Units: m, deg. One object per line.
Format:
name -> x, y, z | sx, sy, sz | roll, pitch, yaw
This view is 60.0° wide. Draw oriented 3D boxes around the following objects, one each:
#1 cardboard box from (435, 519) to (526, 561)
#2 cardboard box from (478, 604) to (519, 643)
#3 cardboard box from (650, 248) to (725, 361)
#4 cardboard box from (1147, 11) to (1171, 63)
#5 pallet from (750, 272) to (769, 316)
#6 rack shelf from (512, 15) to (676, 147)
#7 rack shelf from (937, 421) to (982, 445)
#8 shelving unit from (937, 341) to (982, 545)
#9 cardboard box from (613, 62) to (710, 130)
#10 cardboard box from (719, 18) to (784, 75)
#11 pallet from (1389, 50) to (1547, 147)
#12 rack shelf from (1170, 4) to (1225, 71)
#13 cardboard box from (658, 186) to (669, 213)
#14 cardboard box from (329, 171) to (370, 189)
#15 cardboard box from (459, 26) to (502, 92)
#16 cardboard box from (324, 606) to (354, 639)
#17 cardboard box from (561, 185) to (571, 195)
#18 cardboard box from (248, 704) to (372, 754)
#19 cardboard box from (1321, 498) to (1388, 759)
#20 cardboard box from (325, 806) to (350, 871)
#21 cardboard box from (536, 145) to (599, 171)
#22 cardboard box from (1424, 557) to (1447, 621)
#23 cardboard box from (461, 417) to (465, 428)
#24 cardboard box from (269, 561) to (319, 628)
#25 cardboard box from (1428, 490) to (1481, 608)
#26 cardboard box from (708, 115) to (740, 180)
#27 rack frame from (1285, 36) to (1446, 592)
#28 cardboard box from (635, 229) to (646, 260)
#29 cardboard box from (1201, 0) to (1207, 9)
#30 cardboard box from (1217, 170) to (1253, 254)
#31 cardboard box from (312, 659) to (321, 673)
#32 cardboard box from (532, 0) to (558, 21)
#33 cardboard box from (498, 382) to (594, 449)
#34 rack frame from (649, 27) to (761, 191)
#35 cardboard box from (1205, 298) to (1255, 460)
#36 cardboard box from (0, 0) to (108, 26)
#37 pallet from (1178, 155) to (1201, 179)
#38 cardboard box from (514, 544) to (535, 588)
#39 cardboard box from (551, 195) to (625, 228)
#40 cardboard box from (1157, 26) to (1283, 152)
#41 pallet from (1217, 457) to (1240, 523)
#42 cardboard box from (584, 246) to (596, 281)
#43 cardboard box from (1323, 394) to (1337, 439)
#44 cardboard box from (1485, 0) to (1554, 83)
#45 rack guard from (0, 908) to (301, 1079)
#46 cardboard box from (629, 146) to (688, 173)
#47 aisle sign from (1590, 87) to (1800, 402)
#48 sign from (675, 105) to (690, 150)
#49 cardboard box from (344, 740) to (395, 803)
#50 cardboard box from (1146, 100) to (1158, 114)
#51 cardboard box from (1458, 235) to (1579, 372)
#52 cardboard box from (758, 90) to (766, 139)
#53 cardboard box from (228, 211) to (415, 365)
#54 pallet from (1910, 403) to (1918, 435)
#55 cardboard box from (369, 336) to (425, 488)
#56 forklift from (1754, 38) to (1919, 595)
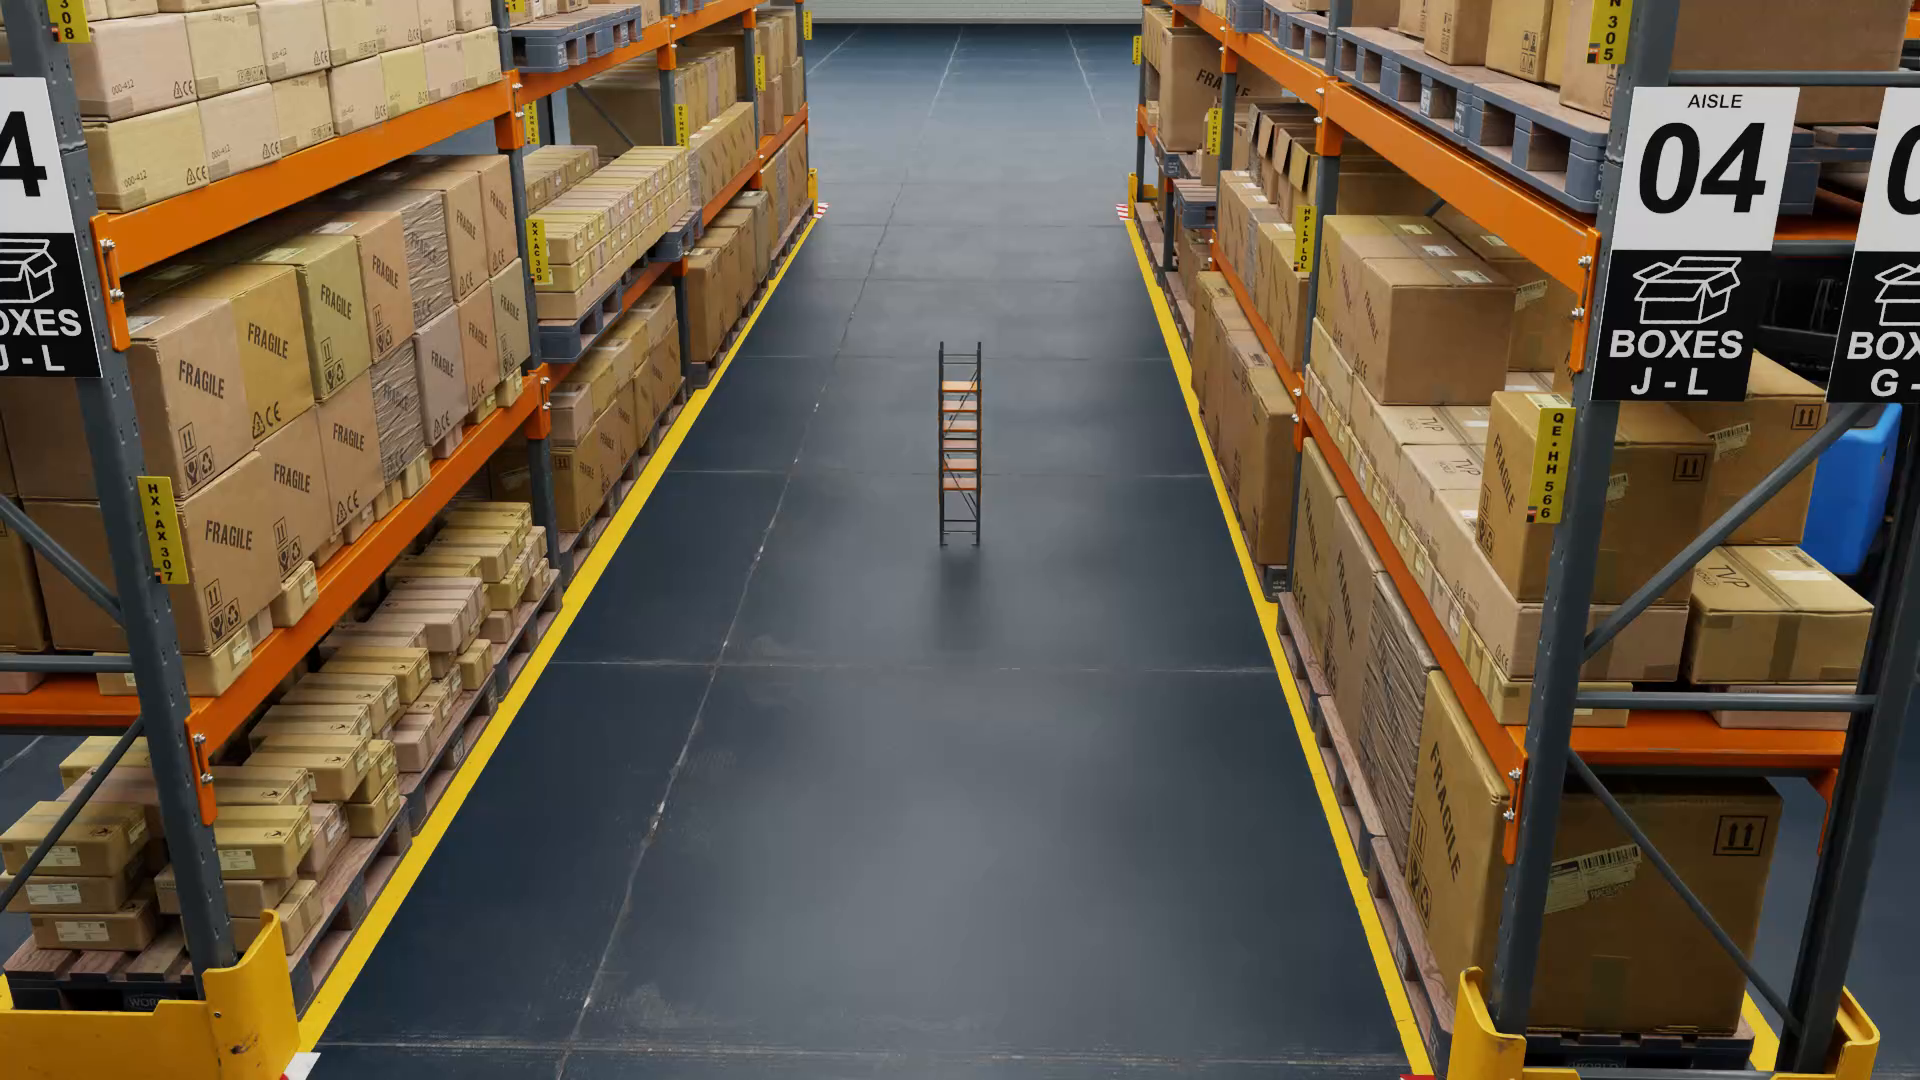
cardboard box -> -2.420, 0.006, 8.406 | 0.380, 0.149, 0.250 | 1, 21, 2
cardboard box -> -2.408, 0.394, 8.228 | 0.380, 0.149, 0.250 | 0, 21, 0
cardboard box -> -2.471, -1.887, 13.275 | 1.050, 0.750, 0.750 | 0, 21, 1
cardboard box -> 2.293, -5.416, 17.910 | 0.500, 0.500, 0.500 | 1, 21, 2
pallet -> -2.406, -2.387, 15.890 | 1.003, 0.211, 1.213 | 1, 21, 2
rack shelf -> -2.641, -2.861, 10.103 | 1.077, 0.370, 4.000 | 1, 21, 2
rack shelf -> 0.000, -0.635, 9.798 | 0.258, 0.103, 0.180 | 1, 21, 2
shelving unit -> 0.000, -0.565, 9.825 | 0.258, 1.200, 0.189 | 1, 21, 2
cardboard box -> -2.514, -3.749, 14.024 | 0.700, 0.500, 0.500 | 0, 21, 1
cardboard box -> -2.350, -5.259, 17.736 | 0.875, 0.550, 0.500 | 1, 21, 2
pallet -> 2.178, -1.605, 5.994 | 1.003, 0.211, 1.213 | 1, 21, 2
rack shelf -> 2.436, -4.216, 13.595 | 1.077, 0.370, 4.000 | 1, 21, 2
cardboard box -> -2.160, -2.272, 11.094 | 0.380, 0.149, 0.250 | 1, 21, 2
cardboard box -> -2.959, -1.378, 7.502 | 0.500, 0.500, 0.500 | 0, 21, 0
cardboard box -> -2.446, -2.223, 7.671 | 0.500, 0.250, 0.500 | 1, 21, 3
cardboard box -> -2.945, 0.380, 7.442 | 0.380, 0.149, 0.250 | 0, 21, -1
cardboard box -> -2.814, -2.280, 11.113 | 0.380, 0.149, 0.250 | 1, 21, 2
cardboard box -> -2.519, 0.761, 6.460 | 0.380, 0.149, 0.250 | 0, 21, -1
cardboard box -> 2.126, 0.375, 7.274 | 0.875, 0.875, 0.875 | 1, 21, 2
cardboard box -> -2.560, 1.134, 6.321 | 0.380, 0.149, 0.250 | 1, 21, 2
cardboard box -> -2.788, -2.710, 11.812 | 0.380, 0.149, 0.250 | 1, 21, 2
cardboard box -> 1.837, 0.172, 5.786 | 0.380, 0.149, 0.250 | 1, 21, 3
cardboard box -> -2.519, -0.569, 7.695 | 0.380, 0.149, 0.250 | 0, 21, 0
cardboard box -> -2.458, 0.186, 5.750 | 0.380, 0.149, 0.250 | 0, 21, 0
cardboard box -> 1.897, 0.033, 5.594 | 0.500, 0.250, 0.500 | 0, 21, 1
cardboard box -> -2.238, -3.457, 14.653 | 0.500, 0.500, 0.500 | 1, 21, 2
rack frame -> 2.253, -0.983, 8.417 | 1.000, 3.000, 0.127 | 1, 21, 2
cardboard box -> -2.185, -1.854, 10.427 | 0.380, 0.149, 0.250 | 0, 21, -1
cardboard box -> 2.164, -4.294, 13.009 | 0.500, 0.250, 0.500 | 1, 21, 3
cardboard box -> 2.088, -2.304, 11.681 | 0.500, 0.500, 0.500 | 1, 21, 3
cardboard box -> -3.036, 0.516, 7.502 | 0.380, 0.149, 0.250 | 0, 21, 1
cardboard box -> -2.465, -2.943, 8.863 | 0.500, 0.311, 0.500 | 0, 21, 1
cardboard box -> -2.415, -0.719, 9.573 | 0.500, 0.250, 0.500 | 0, 21, -1
rack frame -> -2.458, -3.967, 16.106 | 1.000, 3.000, 0.127 | 1, 21, 2
cardboard box -> 2.298, -1.063, 10.980 | 1.225, 0.875, 0.875 | 1, 21, 2
cardboard box -> -2.586, -1.490, 4.542 | 0.380, 0.149, 0.250 | 0, 21, 1
pallet -> 2.394, -3.056, 14.025 | 1.003, 0.211, 1.213 | 1, 21, 2
cardboard box -> -2.389, 0.135, 8.482 | 0.380, 0.149, 0.250 | 0, 21, -1
cardboard box -> -2.200, -1.944, 9.837 | 0.380, 0.149, 0.250 | 0, 21, 1
cardboard box -> 2.332, -4.066, 14.951 | 1.000, 1.000, 1.000 | 1, 21, 2
pallet -> 2.236, -0.405, 10.782 | 1.003, 0.211, 1.213 | 1, 21, 2
cardboard box -> -2.224, -1.523, 9.163 | 0.380, 0.149, 0.250 | 0, 21, 1
cardboard box -> 1.896, -0.573, 7.706 | 0.380, 0.149, 0.250 | 1, 21, 3
cardboard box -> 2.199, -1.803, 5.525 | 0.700, 0.500, 0.500 | -1, 21, -2
rack guard -> -2.821, 1.510, 5.447 | 1.175, 0.500, 0.348 | 1, 21, 2
cardboard box -> -2.137, -2.695, 11.771 | 0.380, 0.149, 0.250 | 0, 21, 0
aisle sign -> 1.829, -0.726, 4.161 | 0.394, 0.787, 0.004 | 1, 21, 2
sign -> -2.037, -3.021, 12.177 | 0.100, 0.325, 0.005 | 1, 21, 2
cardboard box -> -2.451, 0.900, 6.511 | 0.380, 0.149, 0.250 | 1, 21, 3
cardboard box -> 2.322, -4.924, 18.921 | 0.380, 0.149, 0.250 | 1, 21, 2
cardboard box -> 2.487, -1.052, 7.352 | 0.500, 0.500, 0.500 | 1, 21, 2
cardboard box -> -2.465, -4.370, 16.937 | 0.875, 0.550, 0.550 | 1, 21, 2
cardboard box -> -2.485, -0.994, 6.512 | 0.500, 0.500, 0.500 | 0, 21, 0
pallet -> 7.343, -0.790, 11.772 | 1.003, 0.211, 1.213 | 1, 21, 2
cardboard box -> -2.506, -0.528, 6.693 | 0.500, 0.500, 0.500 | 0, 21, 0
forklift -> 5.094, -1.437, 9.680 | 1.130, 2.935, 3.031 | 14, 25, 32
